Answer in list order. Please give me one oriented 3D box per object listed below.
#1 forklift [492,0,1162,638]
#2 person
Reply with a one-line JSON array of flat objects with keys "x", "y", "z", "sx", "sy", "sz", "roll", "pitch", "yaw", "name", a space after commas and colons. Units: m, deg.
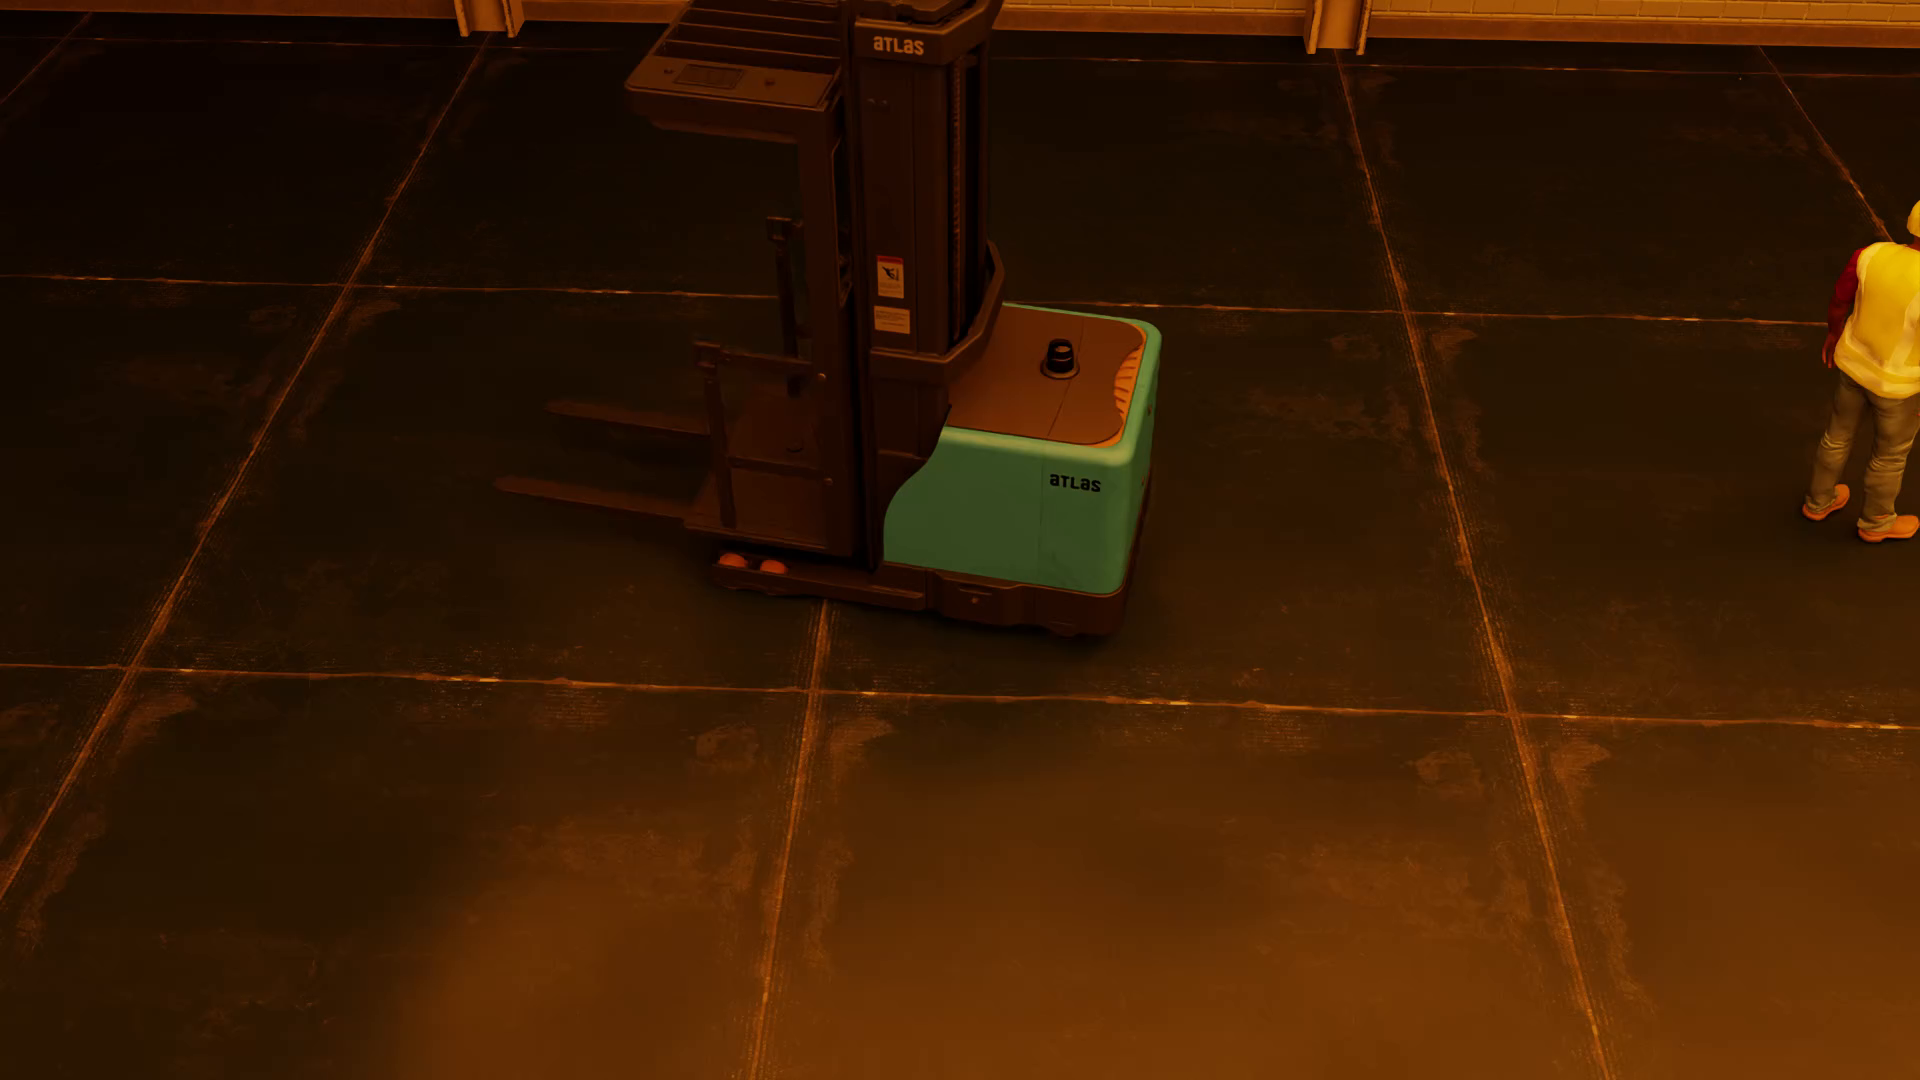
[{"x": -0.665, "y": -1.165, "z": 7.019, "sx": 3.031, "sy": 2.935, "sz": 1.130, "roll": 9, "pitch": 43, "yaw": 9, "name": "forklift"}, {"x": 4.201, "y": -0.789, "z": 7.460, "sx": 0.577, "sy": 1.765, "sz": 0.666, "roll": -19, "pitch": 46, "yaw": -20, "name": "person"}]
